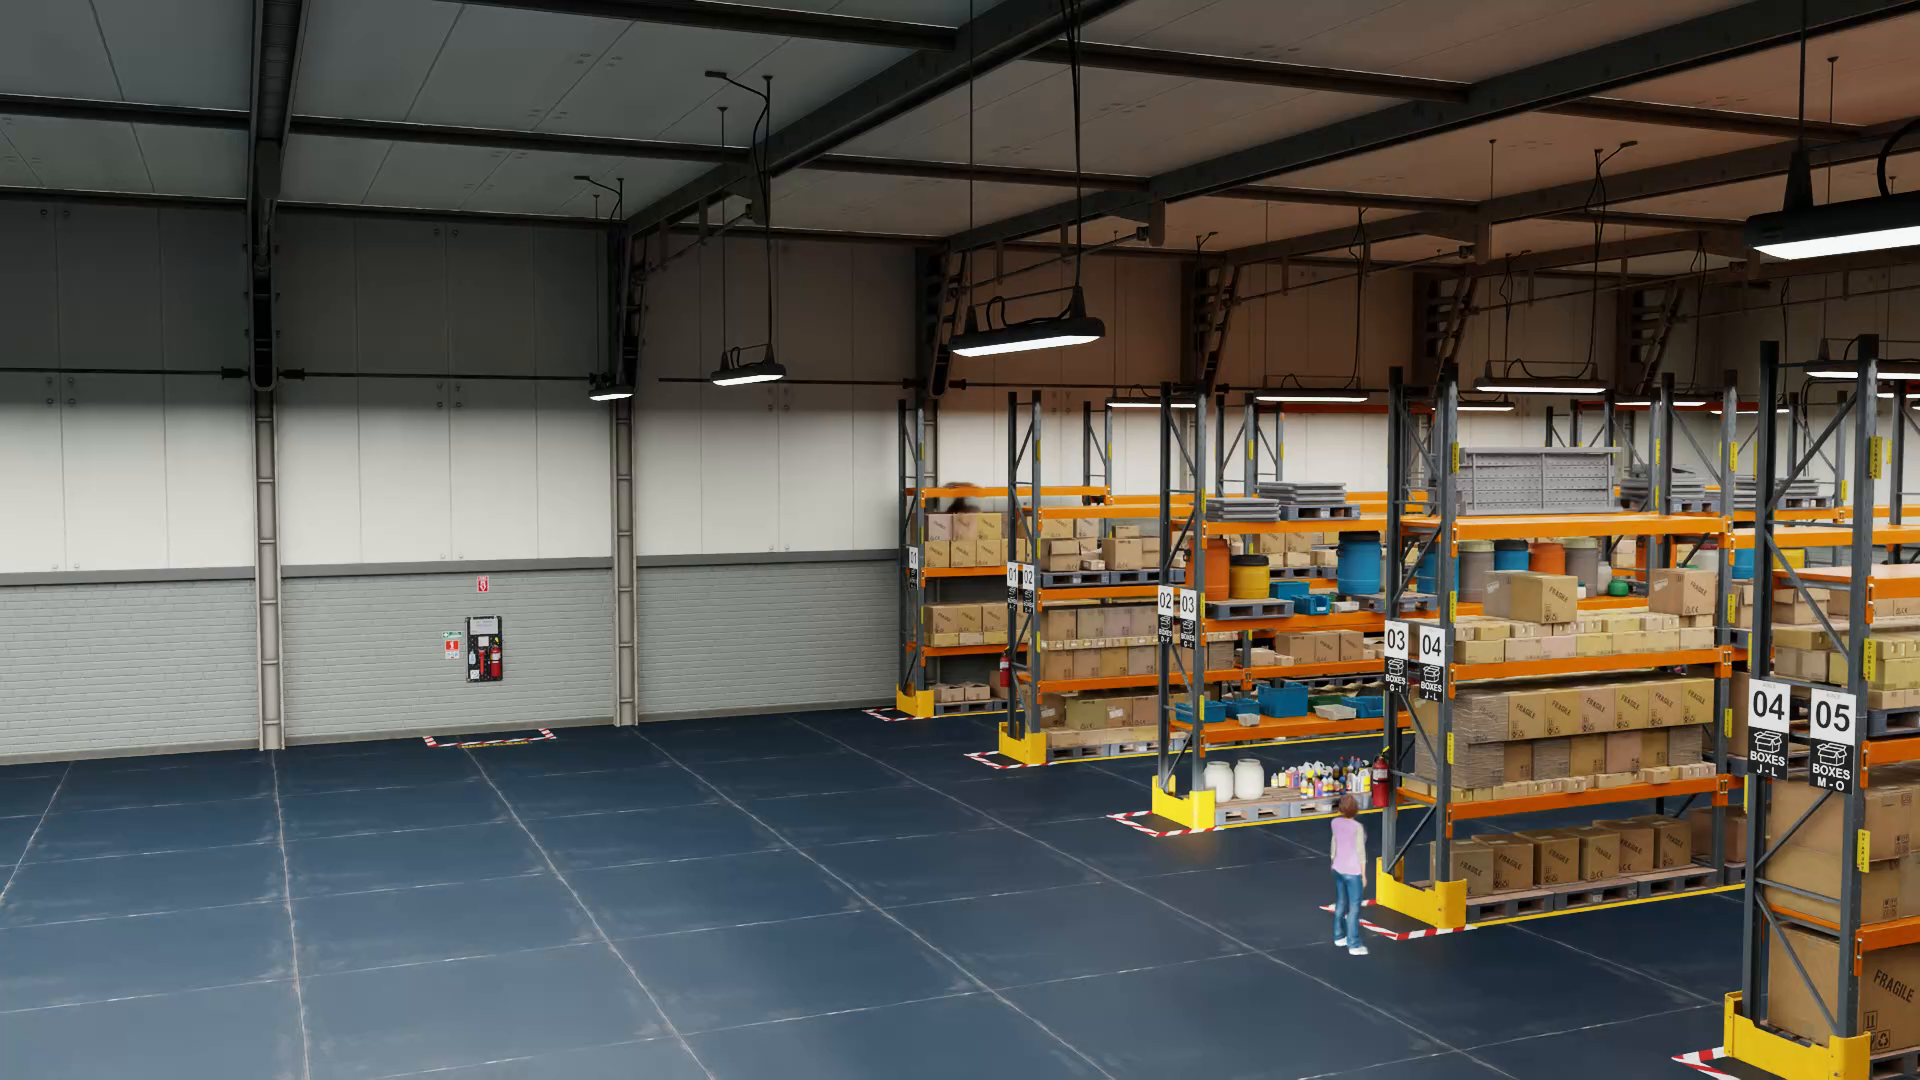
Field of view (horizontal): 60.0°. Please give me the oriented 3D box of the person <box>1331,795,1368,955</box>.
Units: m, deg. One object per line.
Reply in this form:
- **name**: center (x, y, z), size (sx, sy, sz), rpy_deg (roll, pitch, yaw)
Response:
- **person**: center (3.983, 3.379, 16.891), size (0.397, 1.603, 0.461), rpy_deg (-2, 4, -25)
